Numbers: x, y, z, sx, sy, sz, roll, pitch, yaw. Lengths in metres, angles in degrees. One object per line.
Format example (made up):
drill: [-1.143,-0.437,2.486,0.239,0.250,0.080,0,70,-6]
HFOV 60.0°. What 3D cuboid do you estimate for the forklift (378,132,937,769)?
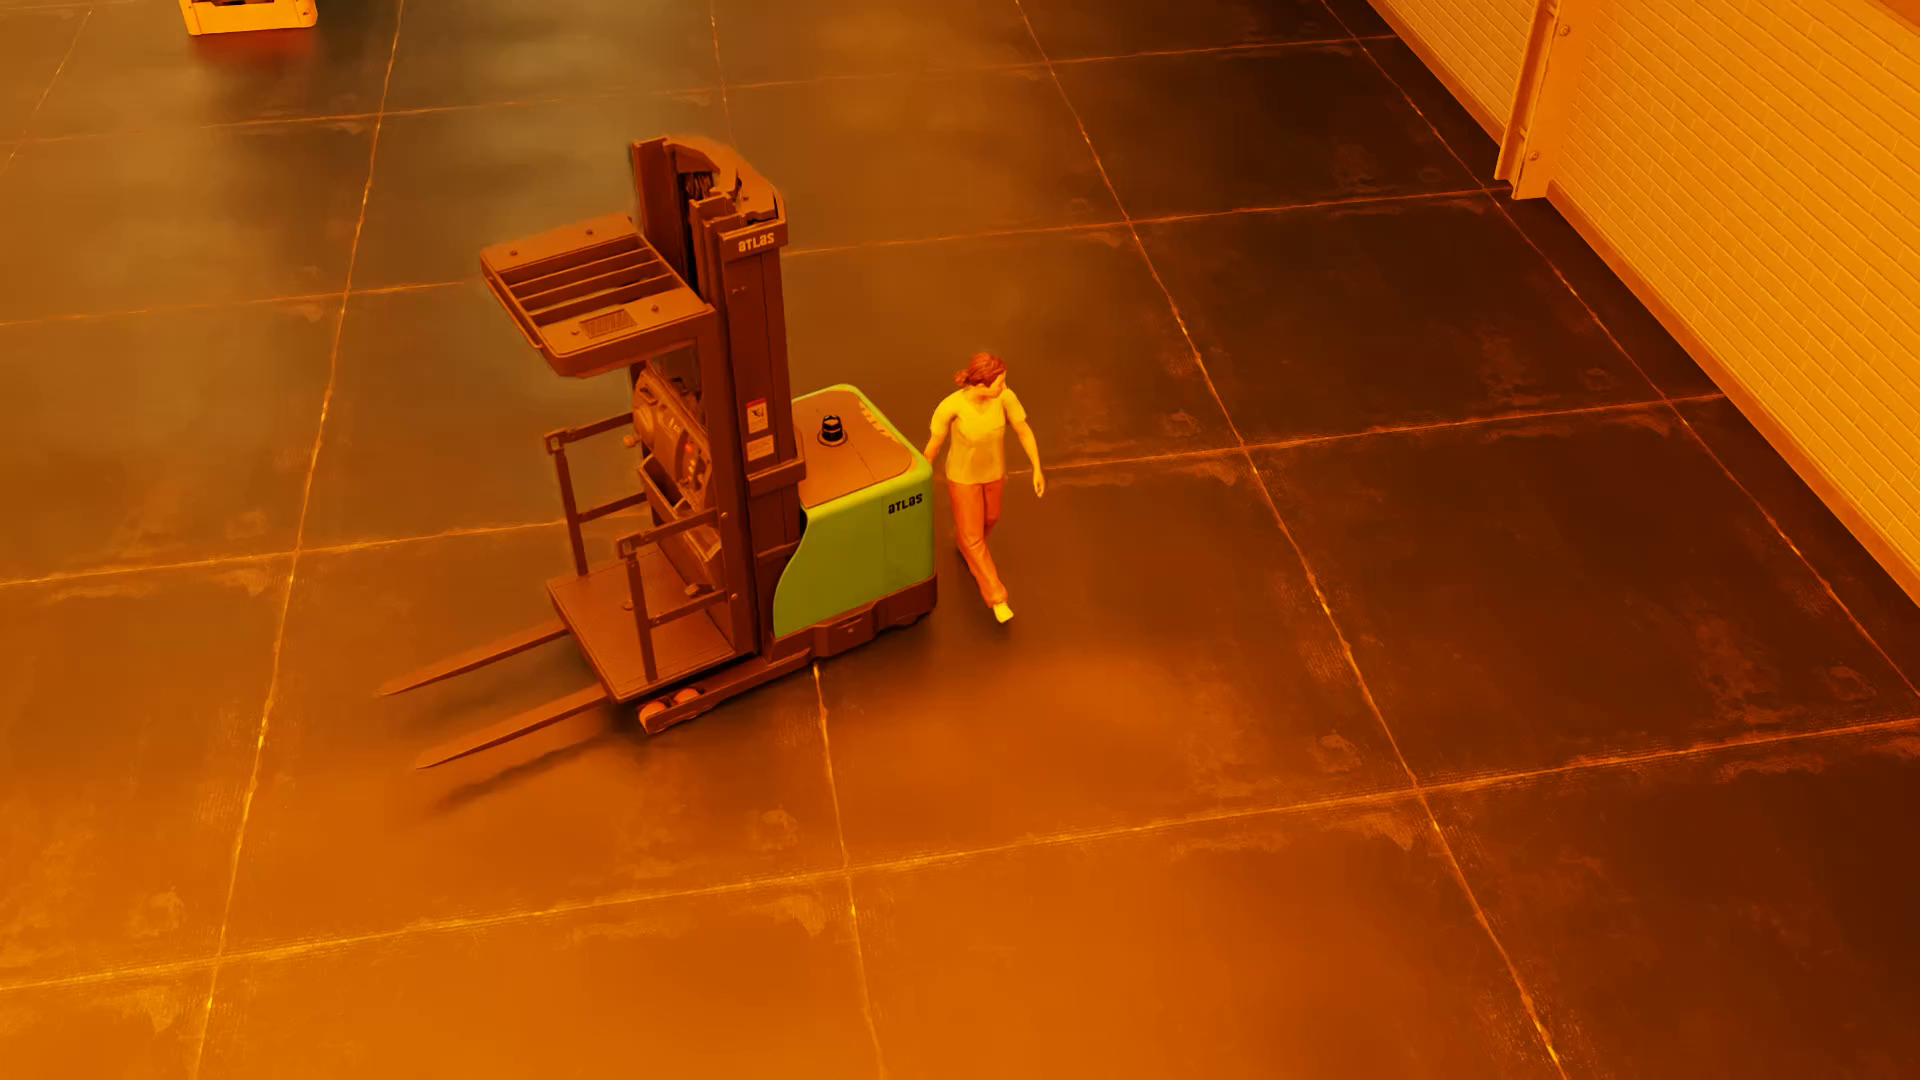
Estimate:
forklift: [-1.659,-0.468,8.508,3.031,2.935,1.130,-21,45,-23]

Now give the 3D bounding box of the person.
person: [0.132,-0.307,9.329,0.641,1.627,0.926,-18,44,-20]
